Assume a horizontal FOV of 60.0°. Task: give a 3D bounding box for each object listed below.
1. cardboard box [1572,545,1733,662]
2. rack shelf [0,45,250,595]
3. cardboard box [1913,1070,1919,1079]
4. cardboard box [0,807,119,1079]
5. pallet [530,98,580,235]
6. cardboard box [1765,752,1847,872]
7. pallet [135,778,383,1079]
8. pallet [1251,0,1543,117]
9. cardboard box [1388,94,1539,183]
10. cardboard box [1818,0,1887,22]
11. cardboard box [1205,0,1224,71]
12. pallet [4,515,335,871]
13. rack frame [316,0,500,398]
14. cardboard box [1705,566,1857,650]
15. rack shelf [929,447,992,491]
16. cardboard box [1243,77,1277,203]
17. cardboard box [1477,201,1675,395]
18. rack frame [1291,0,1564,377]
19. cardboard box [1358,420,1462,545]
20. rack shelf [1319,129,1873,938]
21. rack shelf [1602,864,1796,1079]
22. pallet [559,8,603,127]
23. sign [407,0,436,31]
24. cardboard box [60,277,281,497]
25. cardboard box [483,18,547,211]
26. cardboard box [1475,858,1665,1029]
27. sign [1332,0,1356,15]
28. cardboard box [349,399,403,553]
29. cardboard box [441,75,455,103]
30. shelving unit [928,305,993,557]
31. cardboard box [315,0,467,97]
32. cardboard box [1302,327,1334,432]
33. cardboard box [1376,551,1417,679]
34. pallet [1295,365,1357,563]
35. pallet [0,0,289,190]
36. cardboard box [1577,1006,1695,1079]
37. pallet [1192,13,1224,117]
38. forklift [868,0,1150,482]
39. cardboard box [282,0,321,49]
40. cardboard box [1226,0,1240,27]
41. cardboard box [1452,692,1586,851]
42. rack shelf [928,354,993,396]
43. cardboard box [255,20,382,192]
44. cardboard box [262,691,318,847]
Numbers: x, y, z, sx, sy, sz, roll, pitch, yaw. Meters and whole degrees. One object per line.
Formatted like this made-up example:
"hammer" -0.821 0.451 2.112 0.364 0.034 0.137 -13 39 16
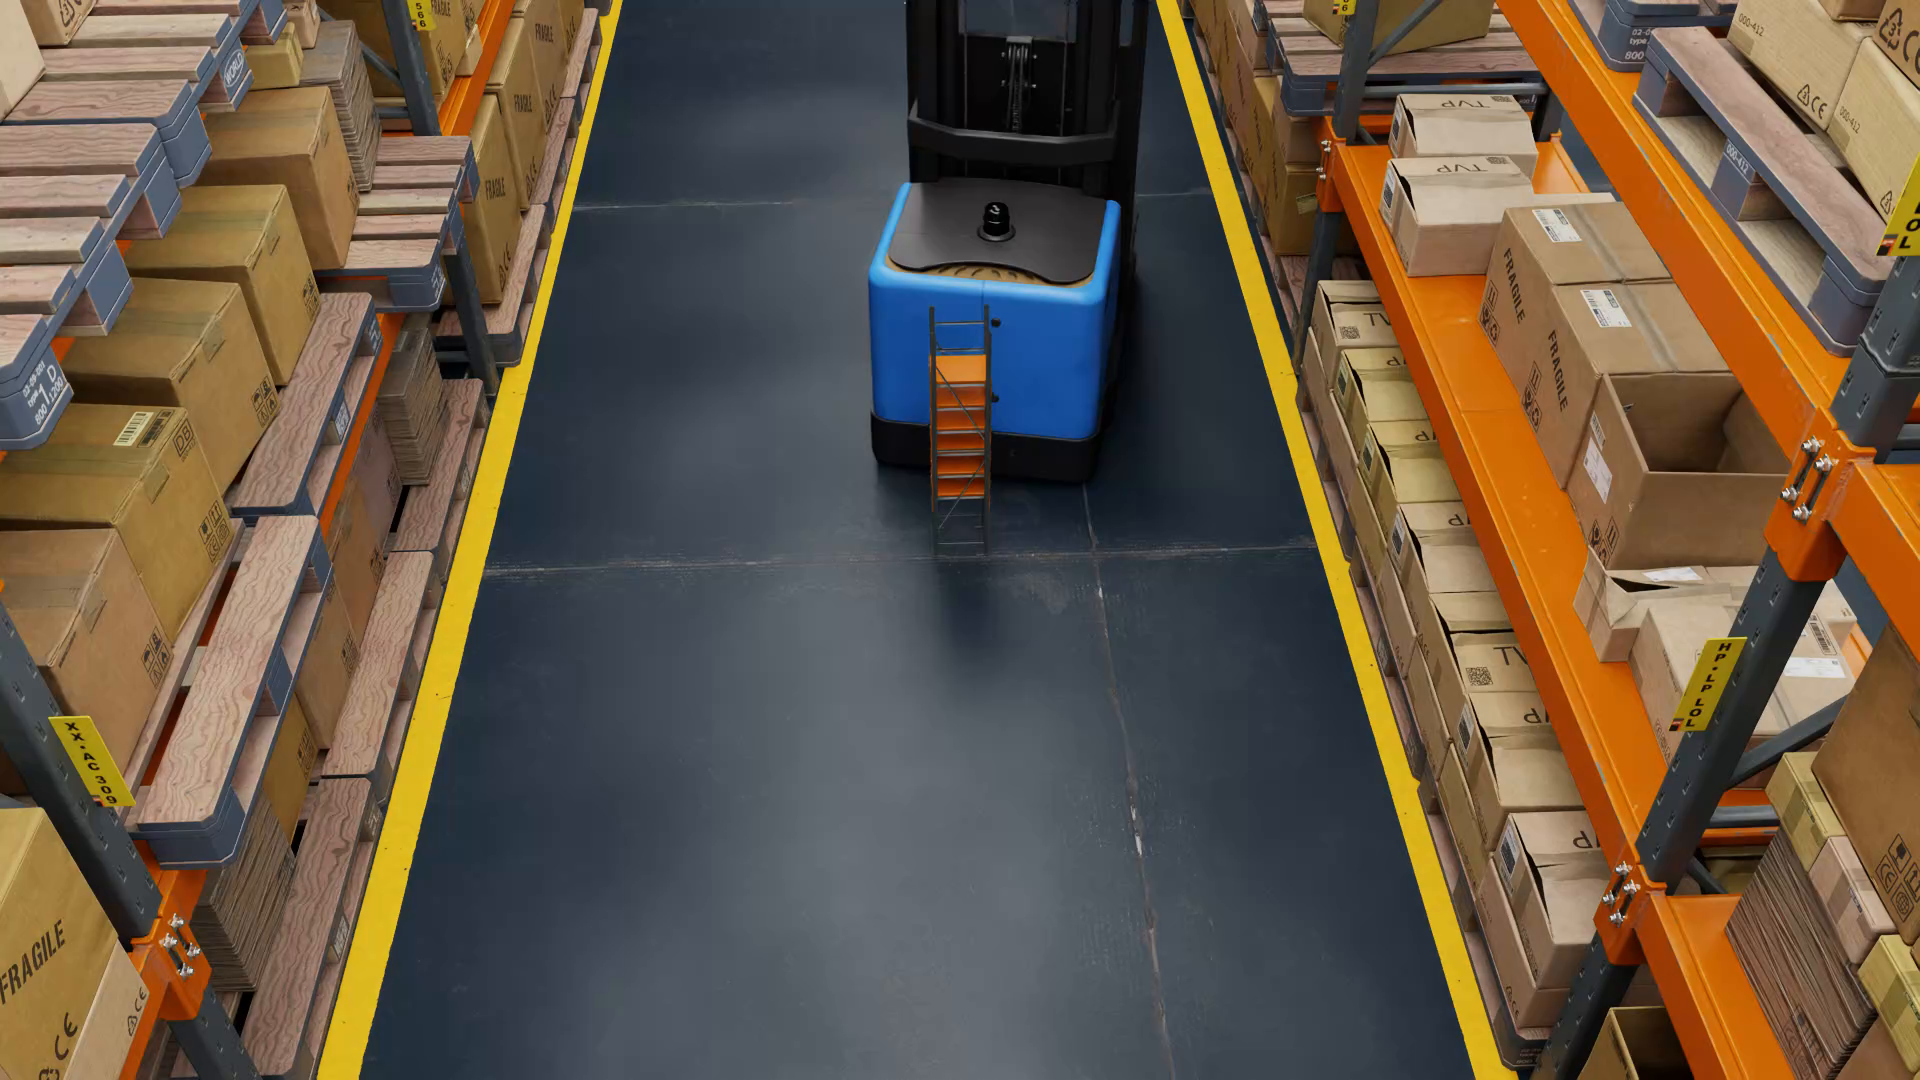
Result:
"cardboard box" 2.119 0.187 5.075 0.396 0.266 0.258 -3 43 -3
"rack shelf" -2.694 -1.321 4.933 1.077 0.370 4.000 -2 43 -2
"cardboard box" 2.194 1.157 3.363 0.380 0.149 0.250 -2 43 -2
"cardboard box" -2.280 0.952 3.682 0.500 0.500 0.500 -2 43 -2
"pallet" -2.786 -2.158 9.598 1.003 0.211 1.213 -2 43 -2
"cardboard box" 2.158 0.637 3.931 0.380 0.149 0.250 -2 43 -2
"pallet" -2.643 1.373 5.746 1.003 0.211 1.213 -2 43 -2
"pallet" 2.071 -2.360 7.896 1.213 0.211 1.003 -2 43 -2
"cardboard box" 2.142 -1.695 7.095 0.500 0.311 0.500 1 43 1
"cardboard box" 2.306 -1.557 3.904 0.500 0.500 0.500 2 43 2
"cardboard box" 1.811 -3.223 10.220 0.500 0.500 0.500 -1 43 -1
"pallet" -2.496 0.421 4.863 1.003 0.211 1.213 -2 43 -2
"rack frame" -2.779 -1.830 7.176 1.000 3.000 0.127 -2 43 -2
"cardboard box" 2.507 0.214 5.132 0.380 0.149 0.250 -2 43 -2
"rack shelf" 0.001 -0.311 7.095 0.258 0.103 0.180 -2 43 -2
"cardboard box" 1.874 -2.190 9.093 0.500 0.500 0.500 -3 43 -3
"cardboard box" 2.258 -0.879 6.065 0.500 0.500 0.500 -4 43 -4
"rack frame" 2.170 -1.975 7.334 1.000 3.000 0.127 -2 43 -2
"cardboard box" 1.949 -0.262 6.775 0.500 0.311 0.500 -3 43 -3
"rack shelf" 2.255 -0.359 6.104 1.077 0.370 4.000 -2 43 -2
"rack shelf" 2.425 2.341 3.158 1.077 0.370 4.000 -2 43 -2
"pallet" -2.841 -2.984 10.499 1.003 0.211 1.213 -2 43 -2
"sign" -2.237 -2.250 6.836 0.100 0.325 0.005 -2 43 -2
"cardboard box" -2.672 -0.494 5.320 0.700 0.500 0.500 4 43 4
"cardboard box" -2.710 -2.284 8.952 0.750 0.750 0.750 -2 43 -2
"cardboard box" 2.033 1.313 5.472 0.500 0.250 0.500 -2 43 -2
"sign" 1.629 -2.351 6.946 0.100 0.325 0.005 -2 43 -2
"cardboard box" -2.790 -0.235 6.961 0.700 0.500 0.500 -2 43 -2
"cardboard box" -2.563 -2.144 7.690 0.380 0.149 0.250 -1 43 -1
"shelving unit" 0.001 -0.433 6.984 0.258 1.200 0.189 -2 43 -2
"cardboard box" -2.544 -2.319 7.401 0.500 0.500 0.500 0 43 -1
"cardboard box" 1.899 -0.754 7.727 0.500 0.250 0.500 -2 43 -2
"cardboard box" 1.971 0.282 6.596 0.500 0.250 0.500 -1 43 -1
"pallet" 2.166 -0.390 7.669 1.003 0.211 1.213 -2 43 -2
"pallet" -2.576 -1.286 4.502 1.213 0.211 1.003 -2 43 -2
"cardboard box" 2.047 1.630 4.571 0.500 0.500 0.500 -2 43 -2
"pallet" 2.073 -3.099 10.625 1.003 0.211 1.213 -2 43 -2
"forklift" 0.340 -2.347 7.792 1.130 2.935 3.031 6 43 7
"cardboard box" -2.734 -2.036 6.522 0.380 0.149 0.250 -7 43 -7
"cardboard box" 1.820 -3.184 9.622 0.500 0.250 0.500 -2 43 -2
"cardboard box" 2.008 0.761 5.658 0.500 0.311 0.500 -1 43 -1
"rack shelf" 0.001 -0.665 6.770 0.258 0.103 0.180 -2 43 -2
"cardboard box" -2.749 -1.712 6.648 0.700 0.500 0.500 -6 43 -7
"cardboard box" -2.729 0.786 5.847 0.700 0.500 0.500 -2 43 -3
